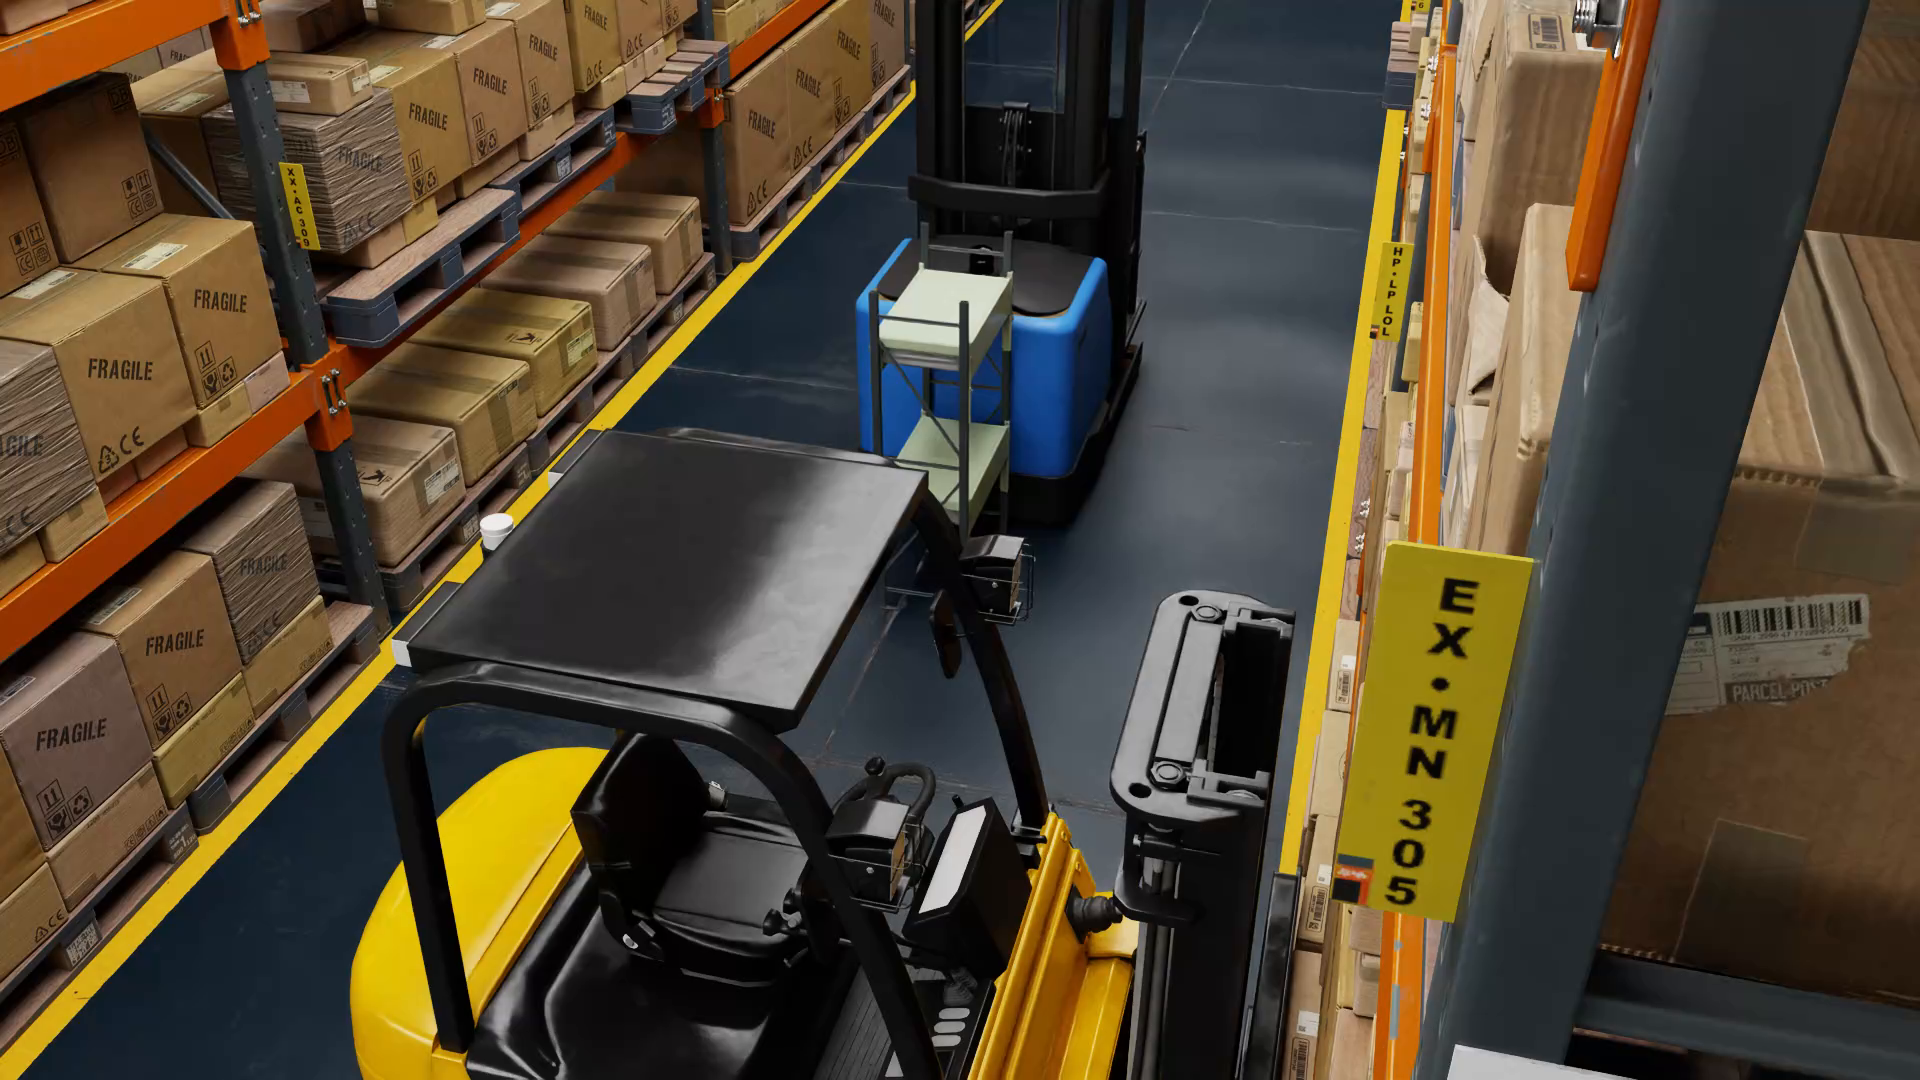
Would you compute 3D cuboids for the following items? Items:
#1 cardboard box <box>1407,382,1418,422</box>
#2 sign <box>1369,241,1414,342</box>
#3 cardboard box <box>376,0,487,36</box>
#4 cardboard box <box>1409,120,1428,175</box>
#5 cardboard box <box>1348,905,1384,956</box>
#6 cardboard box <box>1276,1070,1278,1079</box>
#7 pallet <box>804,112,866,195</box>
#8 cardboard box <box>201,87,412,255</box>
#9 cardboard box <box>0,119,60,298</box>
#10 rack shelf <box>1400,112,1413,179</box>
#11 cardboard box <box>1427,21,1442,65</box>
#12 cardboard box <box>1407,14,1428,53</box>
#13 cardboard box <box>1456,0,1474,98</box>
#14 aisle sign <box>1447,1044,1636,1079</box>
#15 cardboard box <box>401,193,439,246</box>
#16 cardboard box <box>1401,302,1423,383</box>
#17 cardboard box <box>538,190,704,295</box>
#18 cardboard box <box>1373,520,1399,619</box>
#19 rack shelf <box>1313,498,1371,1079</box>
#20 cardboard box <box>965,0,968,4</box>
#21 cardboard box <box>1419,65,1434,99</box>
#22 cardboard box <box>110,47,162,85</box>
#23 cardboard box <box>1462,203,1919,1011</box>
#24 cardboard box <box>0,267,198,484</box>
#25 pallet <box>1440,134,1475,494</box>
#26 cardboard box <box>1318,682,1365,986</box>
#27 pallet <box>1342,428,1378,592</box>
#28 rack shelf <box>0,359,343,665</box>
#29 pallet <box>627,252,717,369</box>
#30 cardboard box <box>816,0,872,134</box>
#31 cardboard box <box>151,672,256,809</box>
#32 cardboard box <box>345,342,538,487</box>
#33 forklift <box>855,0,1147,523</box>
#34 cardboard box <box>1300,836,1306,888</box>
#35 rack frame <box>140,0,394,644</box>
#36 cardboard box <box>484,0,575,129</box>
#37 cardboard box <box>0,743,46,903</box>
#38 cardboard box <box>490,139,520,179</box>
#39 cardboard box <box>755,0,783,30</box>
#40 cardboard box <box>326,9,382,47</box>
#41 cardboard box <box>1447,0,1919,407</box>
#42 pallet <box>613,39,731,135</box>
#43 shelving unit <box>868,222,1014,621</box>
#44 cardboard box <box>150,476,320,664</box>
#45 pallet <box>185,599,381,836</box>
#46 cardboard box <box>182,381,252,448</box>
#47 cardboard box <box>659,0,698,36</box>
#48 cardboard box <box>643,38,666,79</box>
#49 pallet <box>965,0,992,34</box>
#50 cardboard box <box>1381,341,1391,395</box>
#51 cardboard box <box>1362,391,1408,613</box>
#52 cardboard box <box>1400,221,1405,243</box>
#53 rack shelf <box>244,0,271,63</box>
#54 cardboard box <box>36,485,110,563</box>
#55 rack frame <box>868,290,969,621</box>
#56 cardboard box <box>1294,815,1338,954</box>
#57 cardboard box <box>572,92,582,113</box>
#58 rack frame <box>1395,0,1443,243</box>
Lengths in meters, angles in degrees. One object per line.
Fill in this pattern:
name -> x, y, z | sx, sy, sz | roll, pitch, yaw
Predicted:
cardboard box -> 1.533, -0.430, 4.933 | 0.380, 0.149, 0.250 | 8, 33, 12
sign -> 1.341, -0.768, 5.156 | 0.100, 0.325, 0.005 | 8, 33, 12
cardboard box -> -2.296, -2.310, 7.221 | 0.380, 0.149, 0.250 | 10, 34, 15
cardboard box -> 2.028, -1.582, 6.745 | 0.380, 0.149, 0.250 | 7, 33, 11
cardboard box -> 0.907, 0.635, 2.980 | 0.380, 0.149, 0.250 | 9, 33, 14
cardboard box -> 1.053, 1.520, 4.268 | 0.500, 0.250, 0.500 | 8, 33, 12
pallet -> -1.334, -2.846, 12.031 | 1.003, 0.211, 1.213 | 8, 33, 12
cardboard box -> -2.537, -1.467, 6.499 | 0.500, 0.500, 0.500 | 9, 33, 14
cardboard box -> -3.406, -1.046, 5.298 | 0.700, 0.500, 0.500 | 8, 33, 13
rack shelf -> 3.391, -3.054, 10.428 | 1.077, 0.370, 4.000 | 8, 33, 12
cardboard box -> 2.451, -2.371, 7.986 | 0.380, 0.149, 0.250 | 9, 33, 13
cardboard box -> 2.679, -2.784, 9.176 | 0.380, 0.149, 0.250 | 9, 33, 13
cardboard box -> 1.266, -1.033, 3.532 | 0.380, 0.149, 0.250 | 9, 34, 14
aisle sign -> 0.553, 0.729, 1.384 | 0.394, 0.787, 0.004 | 8, 33, 12
cardboard box -> -2.416, -1.361, 6.938 | 0.380, 0.149, 0.250 | 9, 33, 13
cardboard box -> 1.500, -0.560, 4.860 | 0.380, 0.149, 0.250 | 9, 33, 13
cardboard box -> -2.072, -1.770, 9.796 | 0.950, 0.372, 0.625 | 6, 33, 9
cardboard box -> 1.227, 0.097, 4.103 | 0.380, 0.149, 0.250 | 8, 33, 12
rack shelf -> 1.361, 1.098, 3.898 | 1.077, 0.370, 4.000 | 8, 33, 12
cardboard box -> -0.414, -4.941, 14.723 | 0.875, 0.438, 0.875 | 7, 33, 11
cardboard box -> 2.406, -2.010, 7.790 | 0.500, 0.250, 0.500 | 9, 34, 14
cardboard box -> -6.182, -3.331, 12.132 | 0.500, 0.500, 0.500 | 8, 33, 13
cardboard box -> 0.730, 0.042, 1.515 | 0.500, 0.500, 0.500 | 9, 34, 14
cardboard box -> -2.930, -0.553, 5.453 | 0.500, 0.500, 0.500 | 9, 34, 14
pallet -> 1.365, -0.395, 2.862 | 1.003, 0.211, 1.213 | 8, 33, 12
cardboard box -> 1.111, 0.702, 3.756 | 0.500, 0.500, 0.500 | 8, 33, 13
pallet -> 2.325, -0.090, 7.694 | 1.003, 0.211, 1.213 | 8, 33, 12
rack shelf -> -3.441, 0.424, 4.958 | 1.077, 0.370, 4.000 | 8, 33, 12
pallet -> -2.118, -1.411, 9.773 | 1.003, 0.211, 1.213 | 8, 33, 12
cardboard box -> -1.205, -3.547, 12.123 | 0.875, 0.875, 0.875 | 9, 34, 14
cardboard box -> -2.949, 0.687, 6.045 | 0.500, 0.250, 0.500 | 7, 33, 11
cardboard box -> -2.624, -0.632, 8.006 | 0.950, 0.372, 0.625 | 10, 34, 15
forklift -> 0.386, -2.101, 8.323 | 1.130, 2.935, 3.031 | 8, 33, 13
cardboard box -> 1.311, 1.211, 5.221 | 0.500, 0.250, 0.500 | 7, 33, 11
rack frame -> -2.934, -0.918, 6.397 | 1.000, 3.000, 0.127 | 8, 33, 12
cardboard box -> -2.152, -2.250, 7.731 | 0.500, 0.500, 0.500 | 7, 33, 10
cardboard box -> -3.208, 0.900, 5.010 | 0.500, 0.500, 0.500 | 9, 33, 13
cardboard box -> -2.248, -1.774, 7.588 | 0.380, 0.149, 0.250 | 8, 33, 13
cardboard box -> -1.438, -3.419, 10.471 | 0.500, 0.250, 0.500 | 7, 33, 11
cardboard box -> -2.777, -2.058, 7.429 | 0.500, 0.500, 0.500 | 9, 34, 14
cardboard box -> 1.087, -0.476, 2.329 | 0.700, 0.500, 0.500 | 8, 33, 13
pallet -> -1.996, -2.528, 9.109 | 1.213, 0.211, 1.003 | 8, 33, 12
shelving unit -> -0.067, -0.500, 7.138 | 0.431, 1.500, 0.755 | 8, 33, 13
cardboard box -> -2.824, 0.093, 6.281 | 0.500, 0.500, 0.500 | 8, 33, 12
pallet -> -3.070, 0.613, 6.590 | 1.003, 0.211, 1.213 | 8, 33, 12
cardboard box -> -2.777, -0.473, 5.932 | 0.380, 0.149, 0.250 | 9, 33, 13
cardboard box -> -1.765, -3.064, 9.013 | 0.500, 0.500, 0.500 | 7, 33, 11
cardboard box -> -1.793, -2.577, 8.850 | 0.380, 0.149, 0.250 | 8, 33, 12
pallet -> -0.327, -4.911, 15.279 | 1.003, 0.211, 1.213 | 8, 33, 12
cardboard box -> 1.865, -0.739, 6.257 | 0.500, 0.250, 0.500 | 8, 33, 12
cardboard box -> 1.503, -0.091, 5.004 | 0.500, 0.500, 0.500 | 7, 33, 11
cardboard box -> 1.869, -0.949, 6.121 | 0.500, 0.250, 0.500 | 7, 33, 11
rack shelf -> -2.426, -2.918, 7.418 | 1.077, 0.370, 4.000 | 8, 33, 12
cardboard box -> -2.975, -0.076, 5.307 | 0.380, 0.149, 0.250 | 8, 33, 12
rack frame -> -0.161, -0.310, 6.840 | 0.400, 1.500, 0.023 | 8, 33, 13
cardboard box -> 1.187, 1.050, 4.543 | 0.500, 0.250, 0.500 | 9, 34, 14
cardboard box -> -2.107, -2.189, 8.240 | 0.380, 0.149, 0.250 | 8, 33, 13
rack frame -> 2.883, -2.319, 8.603 | 1.000, 3.000, 0.127 | 8, 33, 12
